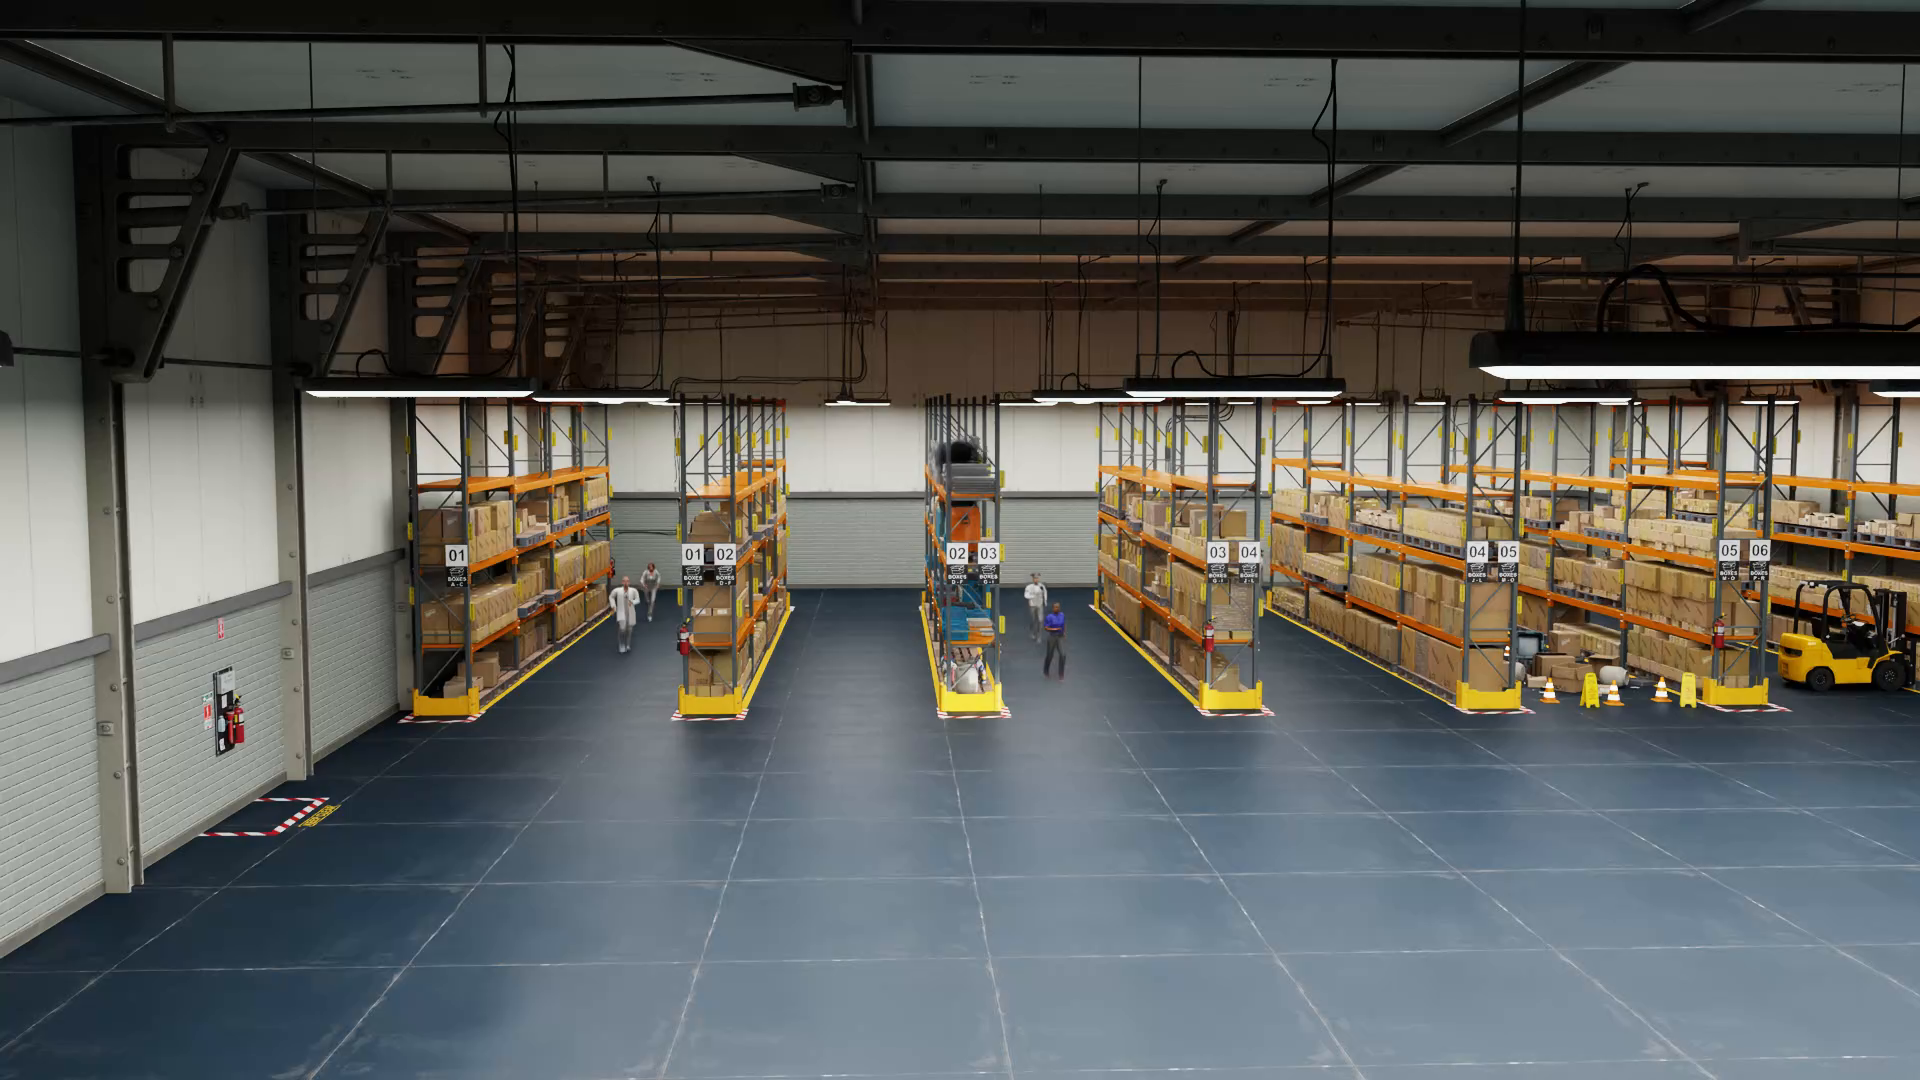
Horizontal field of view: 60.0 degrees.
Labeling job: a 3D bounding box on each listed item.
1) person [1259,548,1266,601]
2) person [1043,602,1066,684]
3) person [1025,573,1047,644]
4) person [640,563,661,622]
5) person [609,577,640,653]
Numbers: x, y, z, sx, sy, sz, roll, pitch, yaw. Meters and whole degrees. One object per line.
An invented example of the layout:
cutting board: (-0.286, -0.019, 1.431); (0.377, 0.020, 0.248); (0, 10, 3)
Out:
person: (8.733, 1.063, 48.701); (0.678, 1.682, 0.579); (-2, 5, -23)
person: (2.004, 2.141, 34.890); (0.559, 1.715, 0.846); (-2, 5, -20)
person: (1.858, 1.653, 40.758); (0.586, 1.740, 0.845); (0, 5, -5)
person: (-8.403, 1.402, 45.167); (0.537, 1.555, 0.955); (-1, 5, -9)
person: (-7.845, 1.760, 39.004); (0.686, 1.790, 0.760); (-2, 5, -19)
